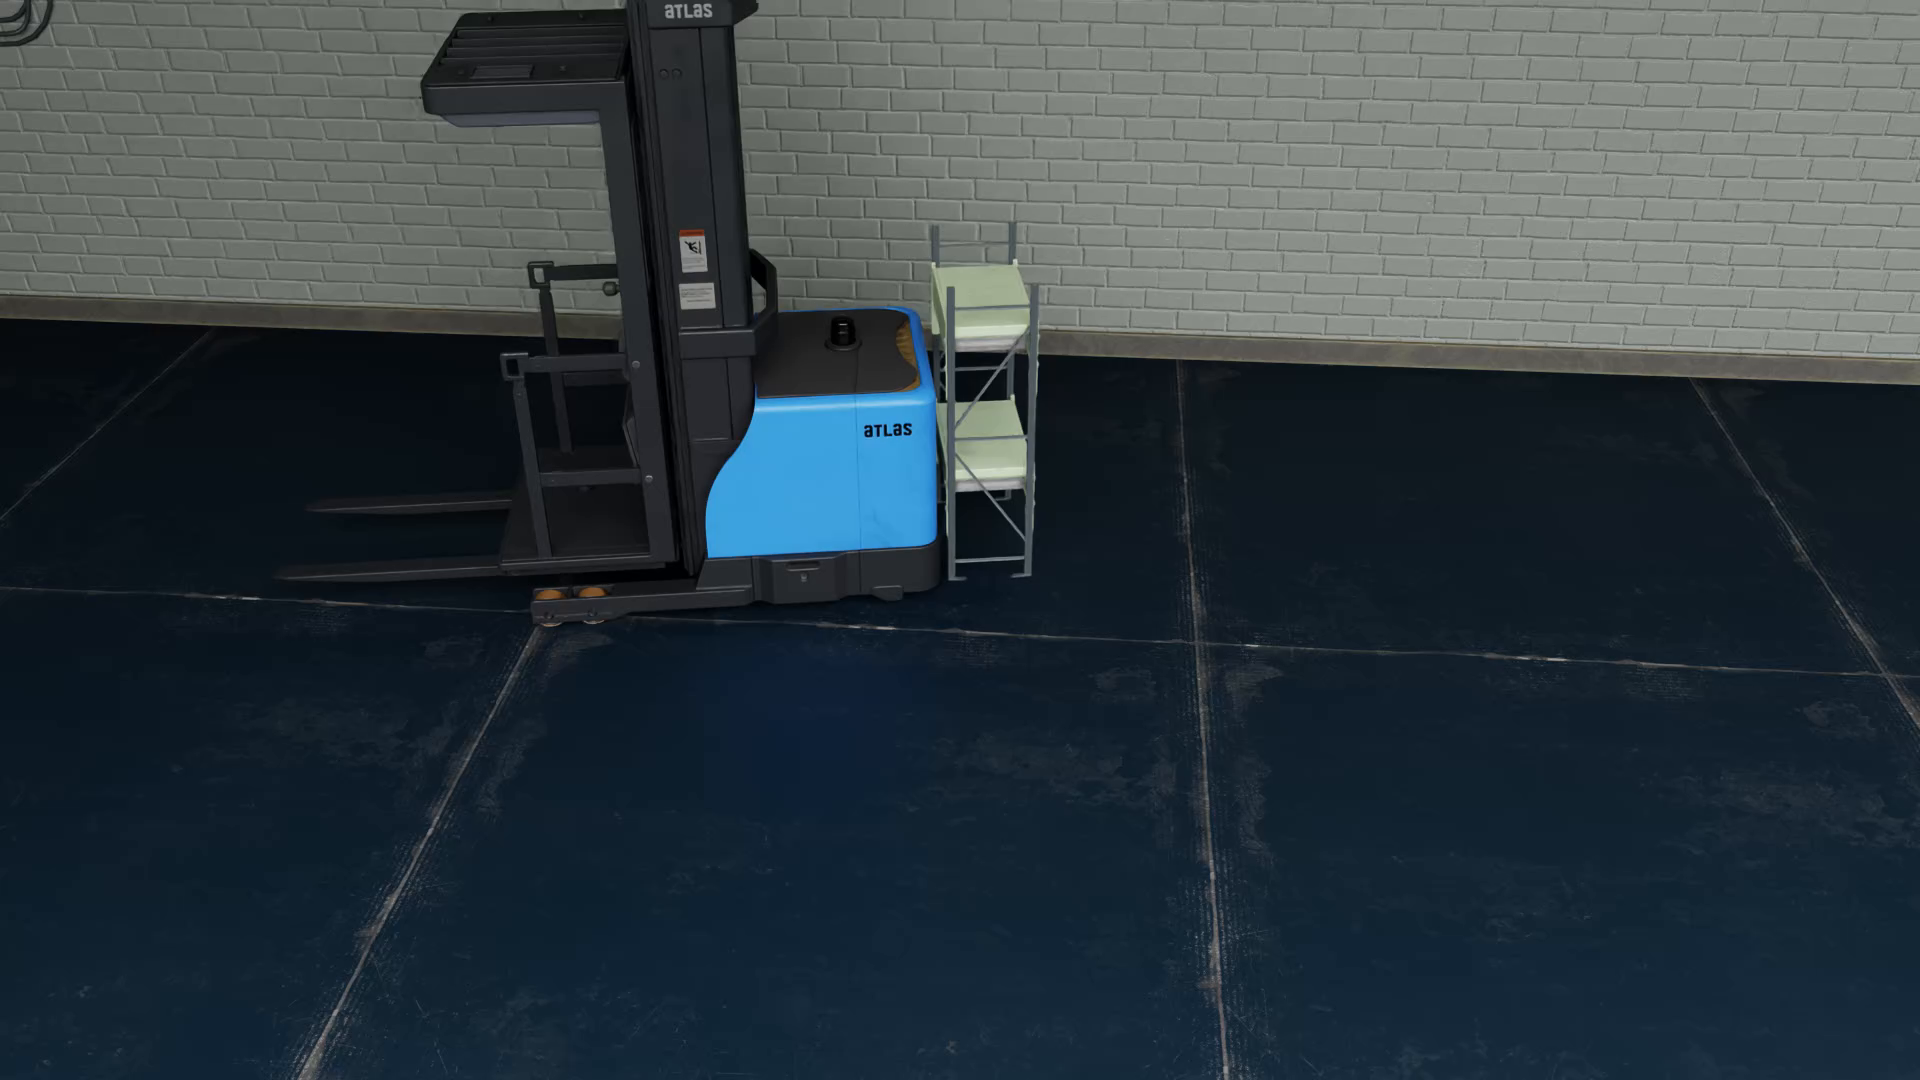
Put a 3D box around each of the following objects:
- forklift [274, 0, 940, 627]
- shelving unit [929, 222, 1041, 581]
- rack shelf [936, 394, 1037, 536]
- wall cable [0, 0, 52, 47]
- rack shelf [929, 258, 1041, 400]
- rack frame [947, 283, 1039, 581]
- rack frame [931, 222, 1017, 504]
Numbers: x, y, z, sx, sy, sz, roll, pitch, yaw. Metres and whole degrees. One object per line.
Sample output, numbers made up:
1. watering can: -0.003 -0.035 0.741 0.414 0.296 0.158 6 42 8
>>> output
1. forklift: -1.644 -1.144 7.313 3.031 2.935 1.130 -3 32 -5
2. shelving unit: 0.104 -0.650 7.875 0.431 1.500 0.755 -3 32 -5
3. rack shelf: 0.104 -0.372 8.046 0.431 0.370 0.720 -3 32 -5
4. wall cable: -6.660 -3.926 9.003 3.097 2.526 0.112 2 32 4
5. rack shelf: 0.104 -0.982 7.670 0.431 0.370 0.720 -3 32 -5
6. rack frame: 0.142 -0.459 7.565 0.400 1.500 0.023 -3 32 -5
7. rack frame: 0.066 -0.841 8.185 0.400 1.500 0.023 -3 32 -5
